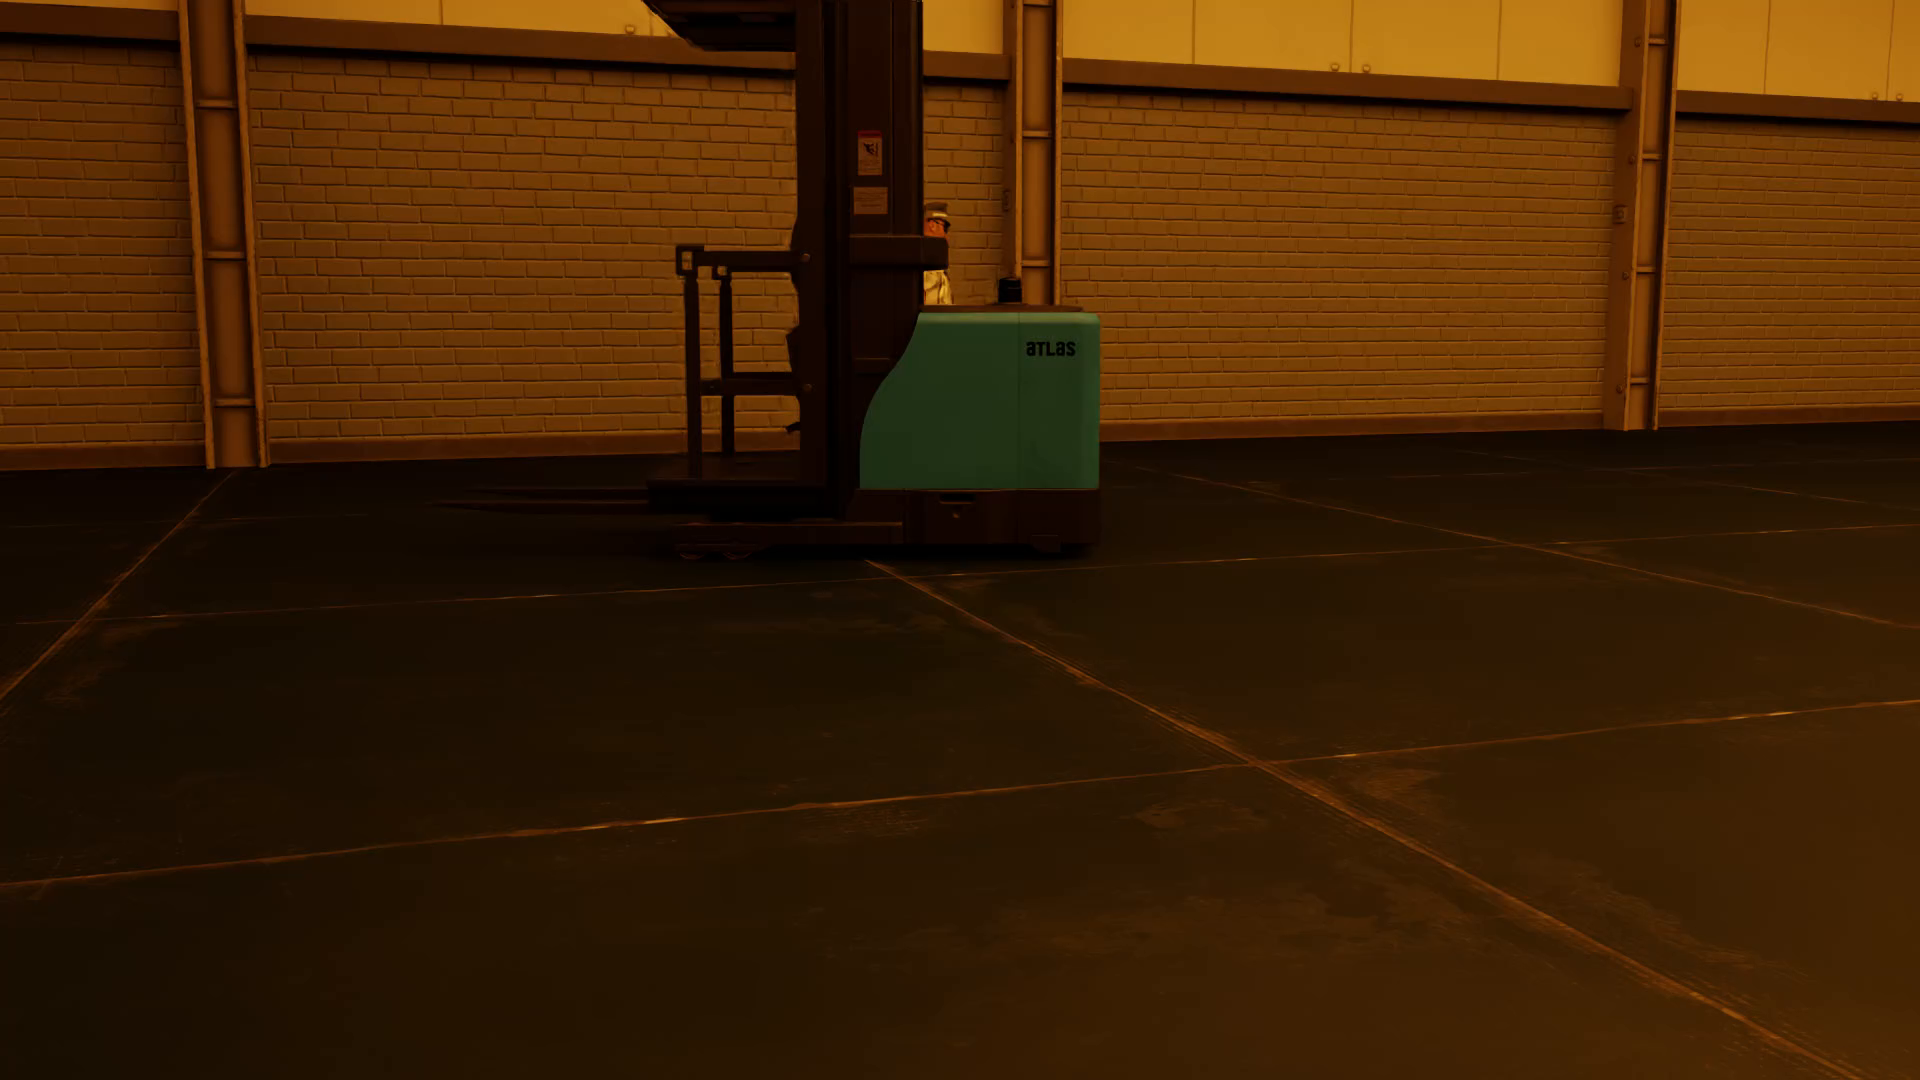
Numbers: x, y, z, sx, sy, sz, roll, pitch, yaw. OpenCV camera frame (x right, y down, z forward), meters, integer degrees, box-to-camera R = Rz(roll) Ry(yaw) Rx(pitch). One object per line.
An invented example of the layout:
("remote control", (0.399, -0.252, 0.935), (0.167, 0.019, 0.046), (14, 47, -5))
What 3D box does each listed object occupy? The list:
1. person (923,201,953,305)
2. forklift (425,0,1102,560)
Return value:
("person", (-0.268, -0.973, 9.051), (0.502, 1.731, 0.886), (0, 8, 0))
("forklift", (-0.887, -1.436, 7.606), (3.031, 2.935, 1.130), (0, 8, 1))
